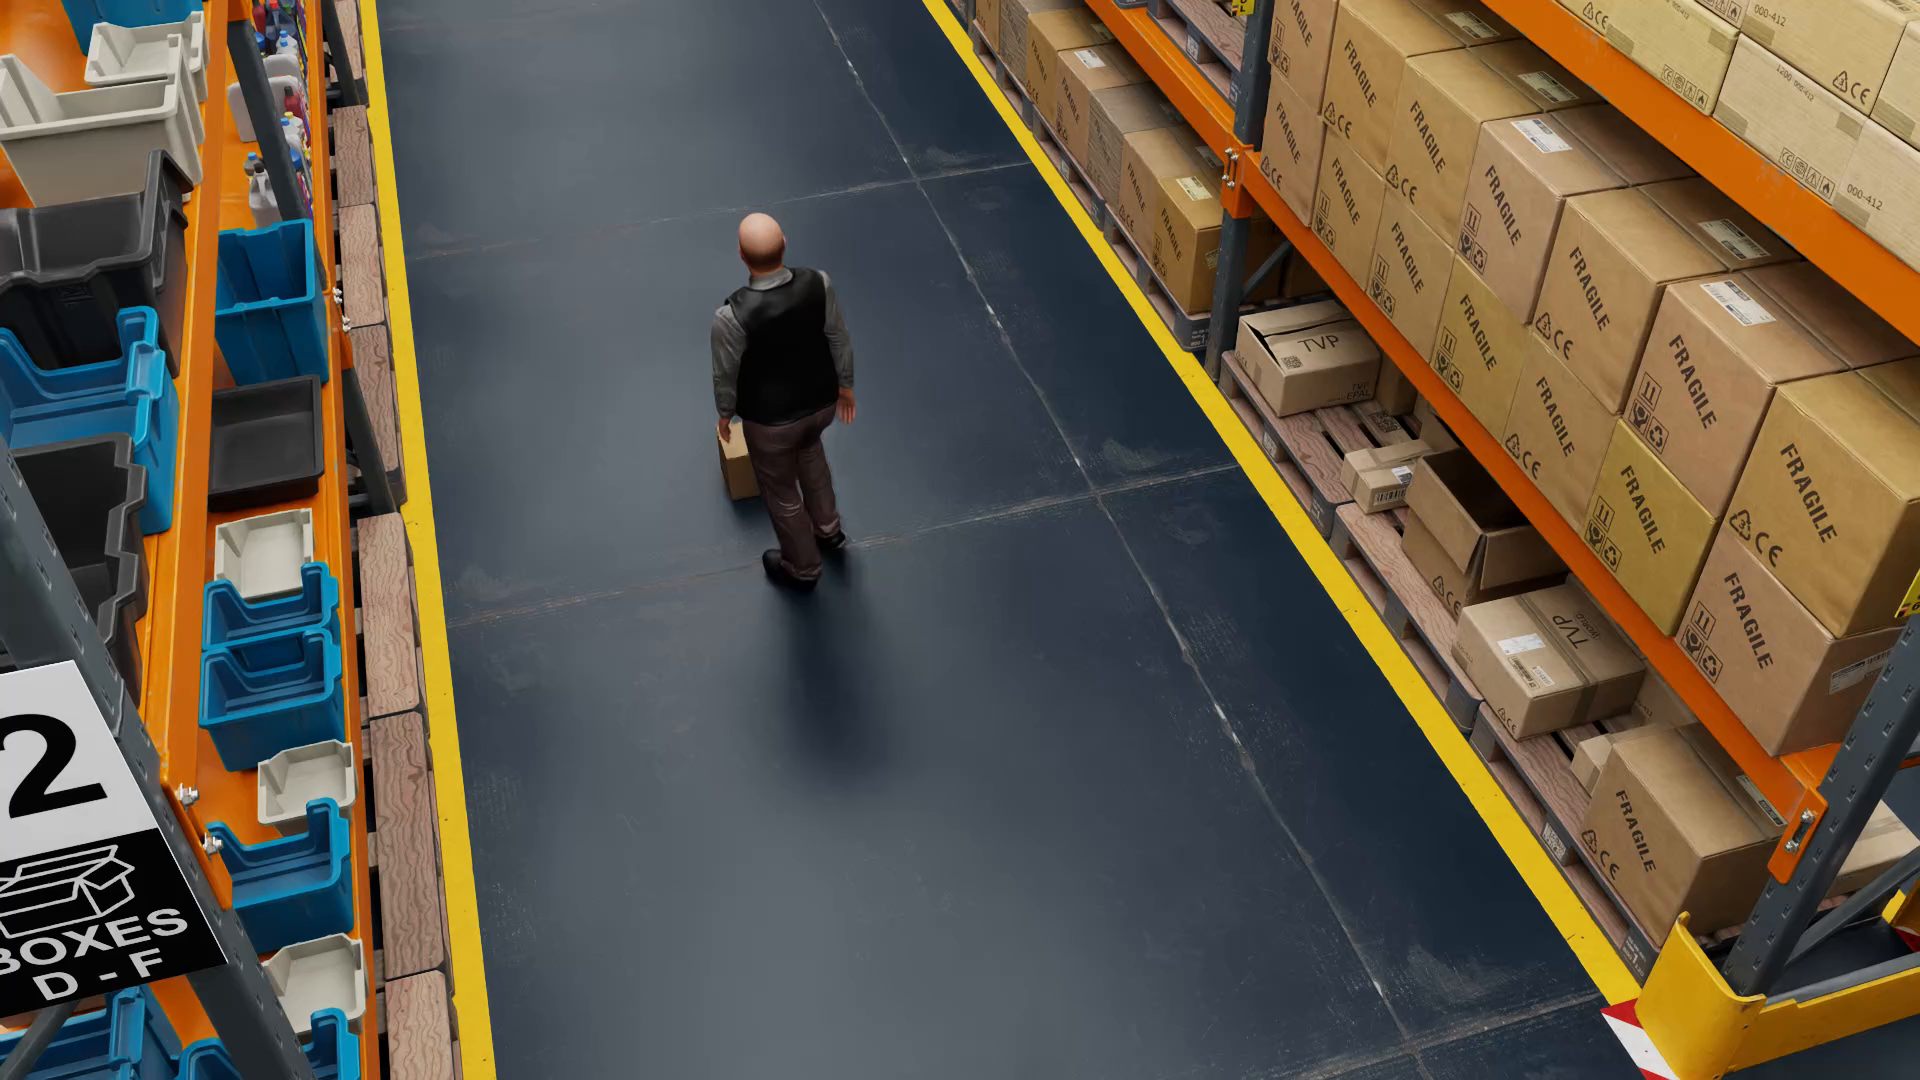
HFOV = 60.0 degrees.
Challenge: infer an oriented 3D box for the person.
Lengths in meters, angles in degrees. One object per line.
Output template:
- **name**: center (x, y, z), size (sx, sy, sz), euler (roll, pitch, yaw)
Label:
- **person**: center (-0.719, -0.537, 6.766), size (0.550, 1.743, 0.442), euler (-30, 50, -29)
